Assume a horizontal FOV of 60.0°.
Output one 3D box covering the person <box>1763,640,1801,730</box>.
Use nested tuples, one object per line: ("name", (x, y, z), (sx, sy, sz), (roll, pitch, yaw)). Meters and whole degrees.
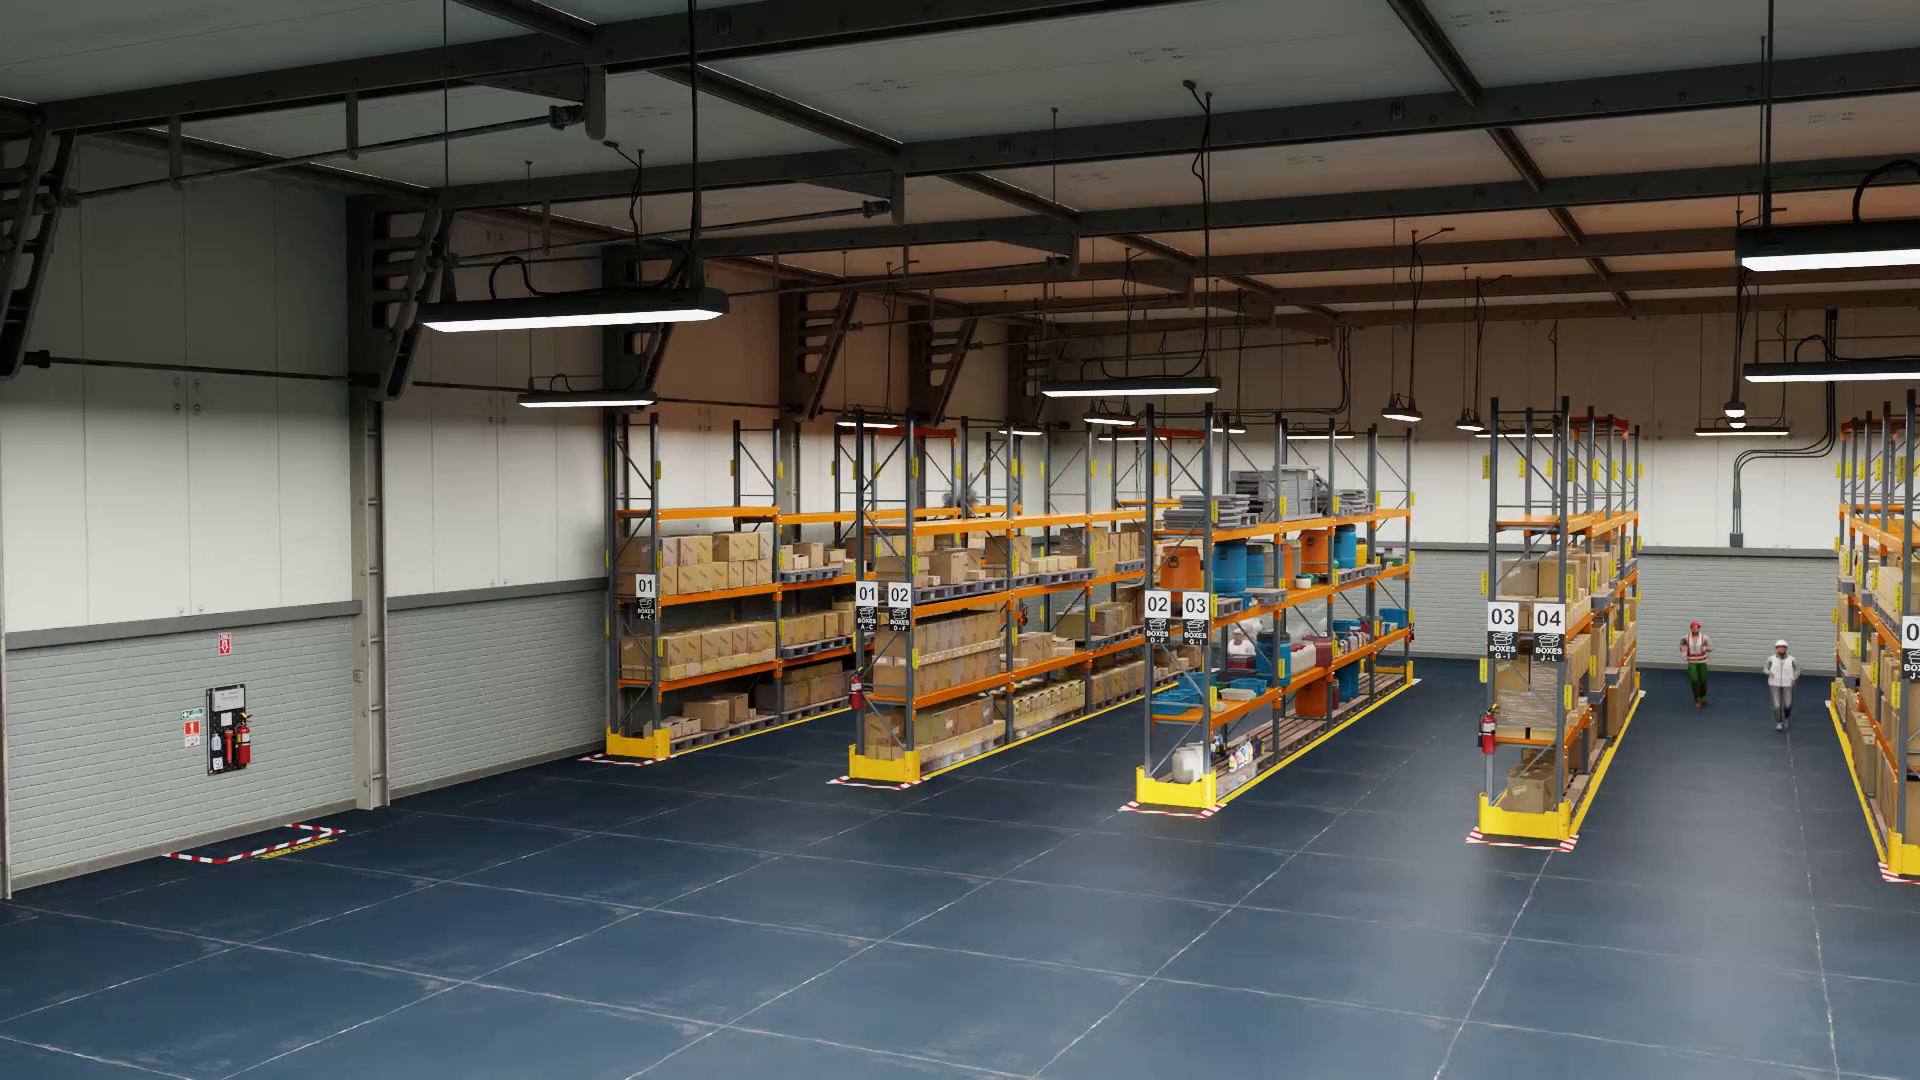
("person", (15.749, 2.786, 31.866), (0.649, 1.726, 0.580), (1, 3, 26))

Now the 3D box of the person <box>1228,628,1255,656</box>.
("person", (5.739, 2.683, 34.294), (0.697, 1.753, 0.672), (1, 3, 23))

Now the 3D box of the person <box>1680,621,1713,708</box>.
("person", (15.603, 2.636, 35.239), (0.649, 1.843, 0.759), (1, 3, 22))

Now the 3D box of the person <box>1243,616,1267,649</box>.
("person", (7.342, 2.457, 41.095), (0.585, 1.629, 0.542), (-1, 3, -32))
